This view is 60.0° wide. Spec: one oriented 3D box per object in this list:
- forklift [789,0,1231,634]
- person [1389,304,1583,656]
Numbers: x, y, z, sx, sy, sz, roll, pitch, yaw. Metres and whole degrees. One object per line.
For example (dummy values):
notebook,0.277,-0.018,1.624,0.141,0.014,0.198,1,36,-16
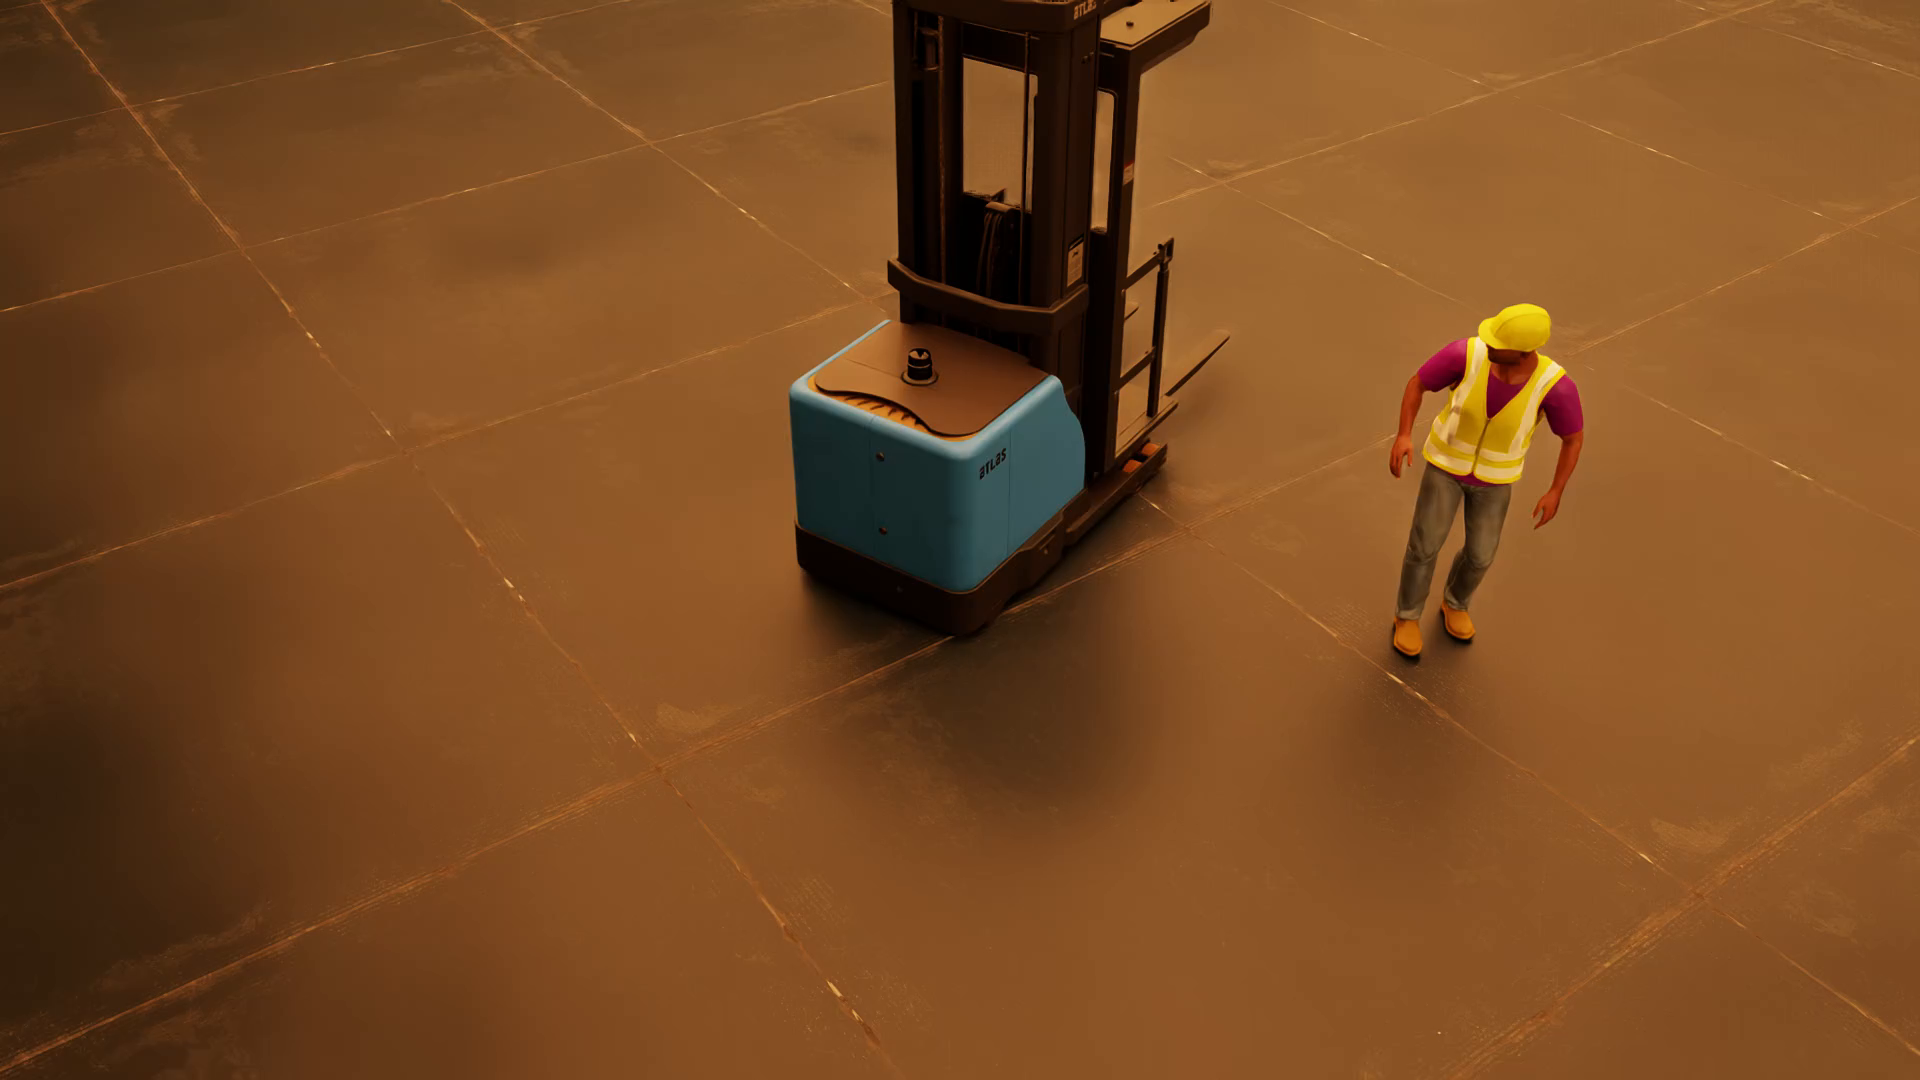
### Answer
forklift,0.447,-1.579,8.080,1.130,2.935,3.031,22,42,27
person,2.283,-0.267,7.309,0.785,1.739,0.519,9,37,12
